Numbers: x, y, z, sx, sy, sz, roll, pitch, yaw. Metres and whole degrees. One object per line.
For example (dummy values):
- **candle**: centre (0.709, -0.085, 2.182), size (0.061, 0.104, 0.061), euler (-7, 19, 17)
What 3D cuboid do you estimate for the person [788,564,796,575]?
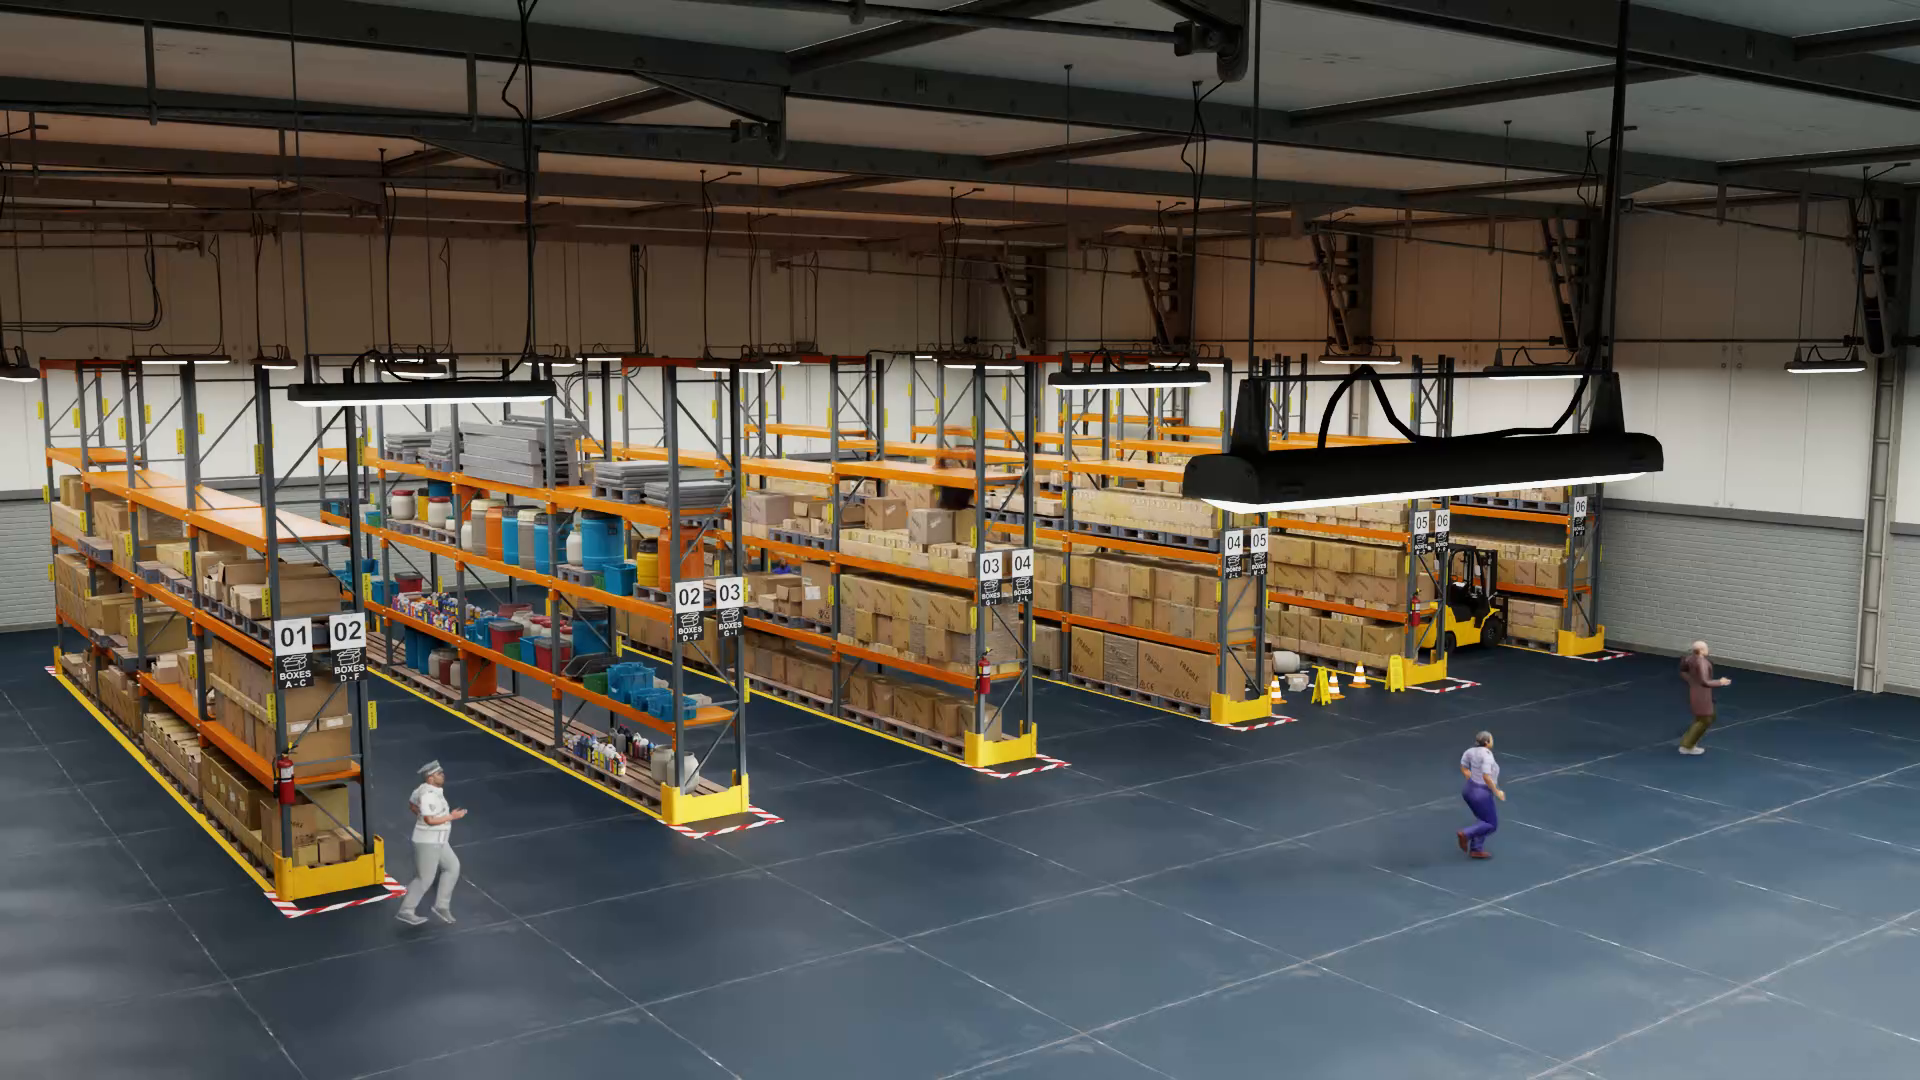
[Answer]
- **person**: centre (-4.348, 0.421, 42.433), size (0.578, 1.671, 0.567), euler (-5, 9, -38)

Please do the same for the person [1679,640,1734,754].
- **person**: centre (11.398, 2.418, 25.404), size (0.727, 1.800, 0.688), euler (1, 7, 8)

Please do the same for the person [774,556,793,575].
- **person**: centre (-3.821, 1.197, 36.607), size (0.616, 1.512, 0.628), euler (-5, 9, -38)

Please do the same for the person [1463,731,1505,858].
- **person**: centre (6.371, 3.117, 20.325), size (0.585, 1.598, 0.594), euler (-2, 7, -15)

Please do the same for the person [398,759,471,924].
- **person**: centre (-5.708, 3.303, 18.096), size (0.791, 1.860, 0.659), euler (-1, 7, -12)
